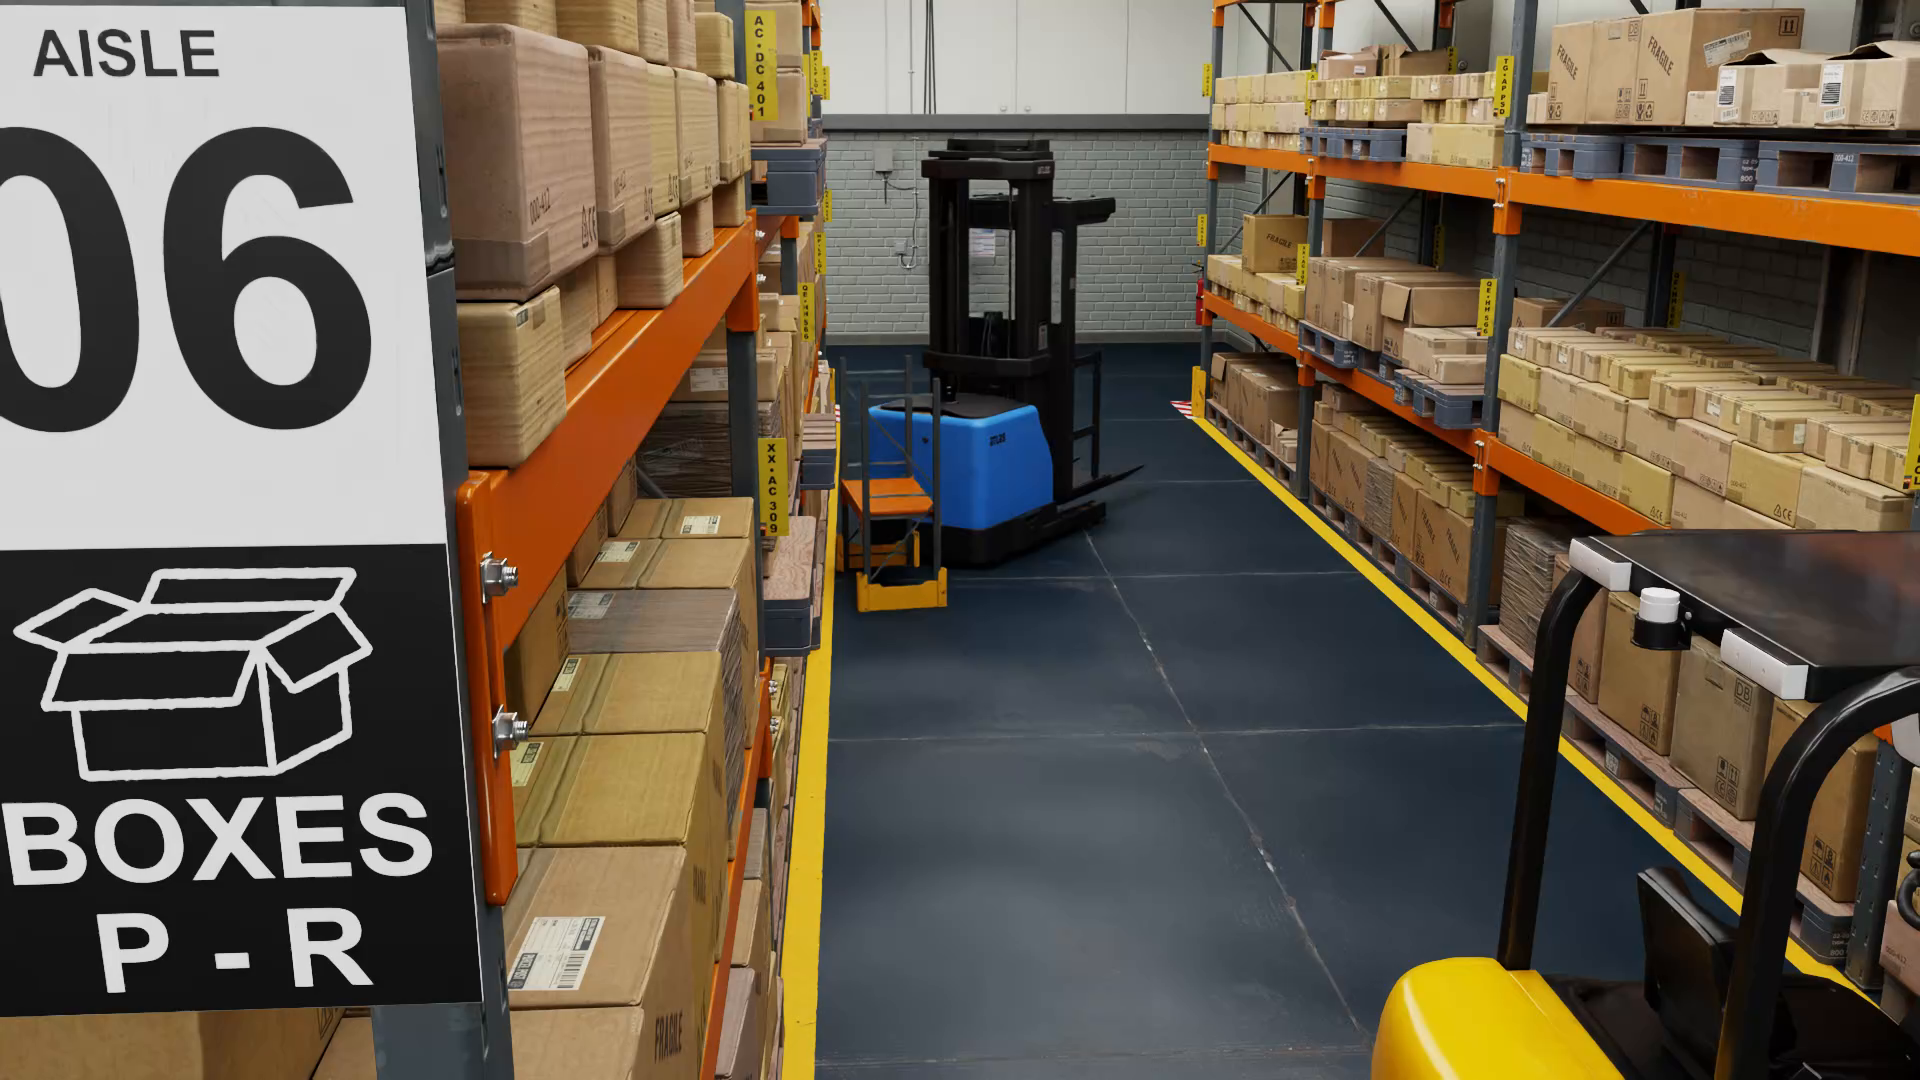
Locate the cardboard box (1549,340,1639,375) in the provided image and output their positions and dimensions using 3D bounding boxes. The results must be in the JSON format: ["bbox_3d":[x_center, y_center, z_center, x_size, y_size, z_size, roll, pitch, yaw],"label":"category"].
[{"bbox_3d":[3.338,-0.963,8.747,0.380,0.149,0.250,0,14,-2],"label":"cardboard box"}]

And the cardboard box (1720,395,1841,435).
[{"bbox_3d":[3.459,-0.518,7.019,0.380,0.149,0.250,-1,14,-5],"label":"cardboard box"}]

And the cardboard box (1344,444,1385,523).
[{"bbox_3d":[3.179,-0.421,12.318,0.500,0.500,0.500,-1,14,-5],"label":"cardboard box"}]

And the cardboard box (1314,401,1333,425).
[{"bbox_3d":[3.061,-1.022,13.352,0.380,0.149,0.250,0,14,-1],"label":"cardboard box"}]

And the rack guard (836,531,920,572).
[{"bbox_3d":[-0.578,0.078,11.721,0.587,0.250,0.087,-3,15,-11],"label":"rack guard"}]

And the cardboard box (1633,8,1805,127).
[{"bbox_3d":[3.417,-2.130,7.521,0.500,0.500,0.500,-1,14,-2],"label":"cardboard box"}]

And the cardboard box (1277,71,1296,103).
[{"bbox_3d":[2.993,-3.823,14.046,0.500,0.250,0.500,-1,14,-4],"label":"cardboard box"}]

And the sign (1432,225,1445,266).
[{"bbox_3d":[3.858,-2.379,13.429,0.100,0.325,0.005,-1,14,-3],"label":"sign"}]

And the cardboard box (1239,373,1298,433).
[{"bbox_3d":[2.947,-1.297,15.720,0.500,0.500,0.500,-1,14,-2],"label":"cardboard box"}]

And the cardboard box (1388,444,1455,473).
[{"bbox_3d":[3.215,-0.570,11.594,0.380,0.149,0.250,-2,15,-6],"label":"cardboard box"}]

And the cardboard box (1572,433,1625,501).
[{"bbox_3d":[3.401,-0.374,8.262,0.500,0.250,0.500,-1,14,-5],"label":"cardboard box"}]

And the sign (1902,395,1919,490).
[{"bbox_3d":[3.259,-0.331,5.628,0.100,0.325,0.005,-1,14,-3],"label":"sign"}]

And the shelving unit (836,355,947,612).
[{"bbox_3d":[-0.477,-0.406,11.093,0.587,1.500,1.083,-3,15,-11],"label":"shelving unit"}]

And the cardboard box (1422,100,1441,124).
[{"bbox_3d":[3.237,-2.792,10.839,0.380,0.149,0.250,0,14,-2],"label":"cardboard box"}]

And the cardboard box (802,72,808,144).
[{"bbox_3d":[-0.822,-1.603,6.174,0.500,0.250,0.500,-1,14,-4],"label":"cardboard box"}]

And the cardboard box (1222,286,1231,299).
[{"bbox_3d":[2.865,-2.533,16.857,0.380,0.149,0.250,-1,14,-2],"label":"cardboard box"}]

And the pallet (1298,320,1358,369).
[{"bbox_3d":[3.245,-1.515,12.782,1.003,0.211,1.213,-1,14,-3],"label":"pallet"}]

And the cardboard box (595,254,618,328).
[{"bbox_3d":[-0.750,-0.423,2.635,0.380,0.149,0.250,-1,14,-5],"label":"cardboard box"}]

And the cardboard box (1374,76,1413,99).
[{"bbox_3d":[3.039,-3.073,11.292,0.380,0.149,0.250,-1,14,-3],"label":"cardboard box"}]

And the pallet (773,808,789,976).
[{"bbox_3d":[-1.203,1.415,6.603,1.003,0.211,1.213,-1,14,-3],"label":"pallet"}]

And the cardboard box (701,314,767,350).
[{"bbox_3d":[-1.000,-0.843,6.840,0.380,0.149,0.250,0,14,0],"label":"cardboard box"}]

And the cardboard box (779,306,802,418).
[{"bbox_3d":[-1.053,-0.895,8.345,0.500,0.500,0.500,-1,14,-4],"label":"cardboard box"}]

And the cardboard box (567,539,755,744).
[{"bbox_3d":[-0.839,0.300,4.541,0.500,0.500,0.500,0,14,-2],"label":"cardboard box"}]

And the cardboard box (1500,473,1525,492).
[{"bbox_3d":[3.746,-0.383,10.866,0.380,0.149,0.250,-1,14,-3],"label":"cardboard box"}]

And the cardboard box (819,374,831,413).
[{"bbox_3d":[-1.691,-1.299,15.853,0.875,0.438,0.875,0,14,-2],"label":"cardboard box"}]

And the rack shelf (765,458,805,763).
[{"bbox_3d":[-1.277,0.109,7.525,1.077,0.370,4.000,-1,14,-3],"label":"rack shelf"}]

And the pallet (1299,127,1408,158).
[{"bbox_3d":[3.275,-3.007,12.552,1.213,0.211,1.003,-1,14,-3],"label":"pallet"}]

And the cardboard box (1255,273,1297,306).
[{"bbox_3d":[2.966,-2.252,14.962,0.500,0.250,0.500,-1,14,-4],"label":"cardboard box"}]

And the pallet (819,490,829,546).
[{"bbox_3d":[-1.526,-0.190,12.842,1.003,0.211,1.213,-1,14,-3],"label":"pallet"}]

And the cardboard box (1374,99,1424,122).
[{"bbox_3d":[3.047,-2.929,11.333,0.380,0.149,0.250,-1,14,-2],"label":"cardboard box"}]

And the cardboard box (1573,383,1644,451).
[{"bbox_3d":[3.380,-0.614,8.192,0.500,0.250,0.500,-1,14,-5],"label":"cardboard box"}]

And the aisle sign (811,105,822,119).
[{"bbox_3d":[-1.592,-4.008,16.866,0.394,0.787,0.004,-1,14,-3],"label":"aisle sign"}]

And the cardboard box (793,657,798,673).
[{"bbox_3d":[-1.376,0.473,9.097,0.950,0.372,0.625,-2,15,-7],"label":"cardboard box"}]

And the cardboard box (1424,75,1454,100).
[{"bbox_3d":[3.174,-2.872,10.554,0.380,0.149,0.250,-1,14,-5],"label":"cardboard box"}]

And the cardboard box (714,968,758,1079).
[{"bbox_3d":[-0.783,1.420,4.159,0.500,0.500,0.500,0,14,0],"label":"cardboard box"}]

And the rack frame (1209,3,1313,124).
[{"bbox_3d":[3.057,-5.709,16.656,1.000,3.000,0.127,-1,14,-3],"label":"rack frame"}]

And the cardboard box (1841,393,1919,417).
[{"bbox_3d":[3.987,-0.528,7.055,0.380,0.149,0.250,-1,14,-3],"label":"cardboard box"}]

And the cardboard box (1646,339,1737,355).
[{"bbox_3d":[3.858,-0.970,8.775,0.380,0.149,0.250,-1,14,-3],"label":"cardboard box"}]

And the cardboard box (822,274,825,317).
[{"bbox_3d":[-1.500,-2.278,15.158,0.500,0.500,0.500,0,14,-2],"label":"cardboard box"}]

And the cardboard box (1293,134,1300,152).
[{"bbox_3d":[2.976,-3.286,13.761,0.380,0.149,0.250,-1,14,-4],"label":"cardboard box"}]

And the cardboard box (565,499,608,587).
[{"bbox_3d":[-1.333,-0.178,4.395,0.700,0.500,0.500,-1,14,-3],"label":"cardboard box"}]

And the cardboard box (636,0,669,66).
[{"bbox_3d":[-0.696,-0.871,2.776,0.380,0.149,0.250,0,14,-2],"label":"cardboard box"}]

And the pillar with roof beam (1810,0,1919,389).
[{"bbox_3d":[0.236,-3.343,7.458,9.100,9.000,0.400,-1,14,-3],"label":"pillar with roof beam"}]

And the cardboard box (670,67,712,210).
[{"bbox_3d":[-0.761,-0.781,3.228,0.500,0.250,0.500,-1,14,-2],"label":"cardboard box"}]

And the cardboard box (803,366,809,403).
[{"bbox_3d":[-1.257,-1.047,10.879,0.500,0.250,0.500,0,14,-2],"label":"cardboard box"}]

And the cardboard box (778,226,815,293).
[{"bbox_3d":[-1.332,-2.028,12.182,0.500,0.500,0.500,-1,14,-2],"label":"cardboard box"}]

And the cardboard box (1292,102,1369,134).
[{"bbox_3d":[3.025,-3.449,13.596,0.500,0.250,0.500,-1,14,-3],"label":"cardboard box"}]

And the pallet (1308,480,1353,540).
[{"bbox_3d":[3.393,-0.257,13.100,1.003,0.211,1.213,-1,14,-3],"label":"pallet"}]

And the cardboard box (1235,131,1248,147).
[{"bbox_3d":[2.822,-3.794,15.738,0.380,0.149,0.250,-1,14,-4],"label":"cardboard box"}]

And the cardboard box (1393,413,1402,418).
[{"bbox_3d":[3.637,-0.963,13.123,0.380,0.149,0.250,-1,14,-3],"label":"cardboard box"}]

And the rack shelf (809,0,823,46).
[{"bbox_3d":[-1.773,-4.592,14.560,1.077,0.370,4.000,-1,14,-3],"label":"rack shelf"}]

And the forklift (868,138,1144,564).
[{"bbox_3d":[0.494,-1.567,12.736,1.130,2.935,3.031,9,17,30],"label":"forklift"}]

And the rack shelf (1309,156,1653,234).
[{"bbox_3d":[3.429,-2.416,11.319,1.077,0.370,4.000,-1,14,-3],"label":"rack shelf"}]

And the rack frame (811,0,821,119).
[{"bbox_3d":[-1.897,-5.631,16.354,1.000,3.000,0.127,-1,14,-3],"label":"rack frame"}]

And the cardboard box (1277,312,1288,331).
[{"bbox_3d":[2.955,-1.891,14.361,0.380,0.149,0.250,-1,14,-2],"label":"cardboard box"}]

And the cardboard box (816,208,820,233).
[{"bbox_3d":[-1.483,-2.639,14.558,0.500,0.500,0.500,-1,14,-2],"label":"cardboard box"}]

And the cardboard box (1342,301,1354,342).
[{"bbox_3d":[3.008,-1.596,12.135,0.396,0.266,0.258,0,14,-1],"label":"cardboard box"}]

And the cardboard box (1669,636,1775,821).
[{"bbox_3d":[3.716,0.805,7.302,0.875,0.625,0.625,-1,14,-4],"label":"cardboard box"}]

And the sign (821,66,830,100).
[{"bbox_3d":[-1.355,-4.574,16.647,0.100,0.325,0.005,-1,14,-3],"label":"sign"}]
